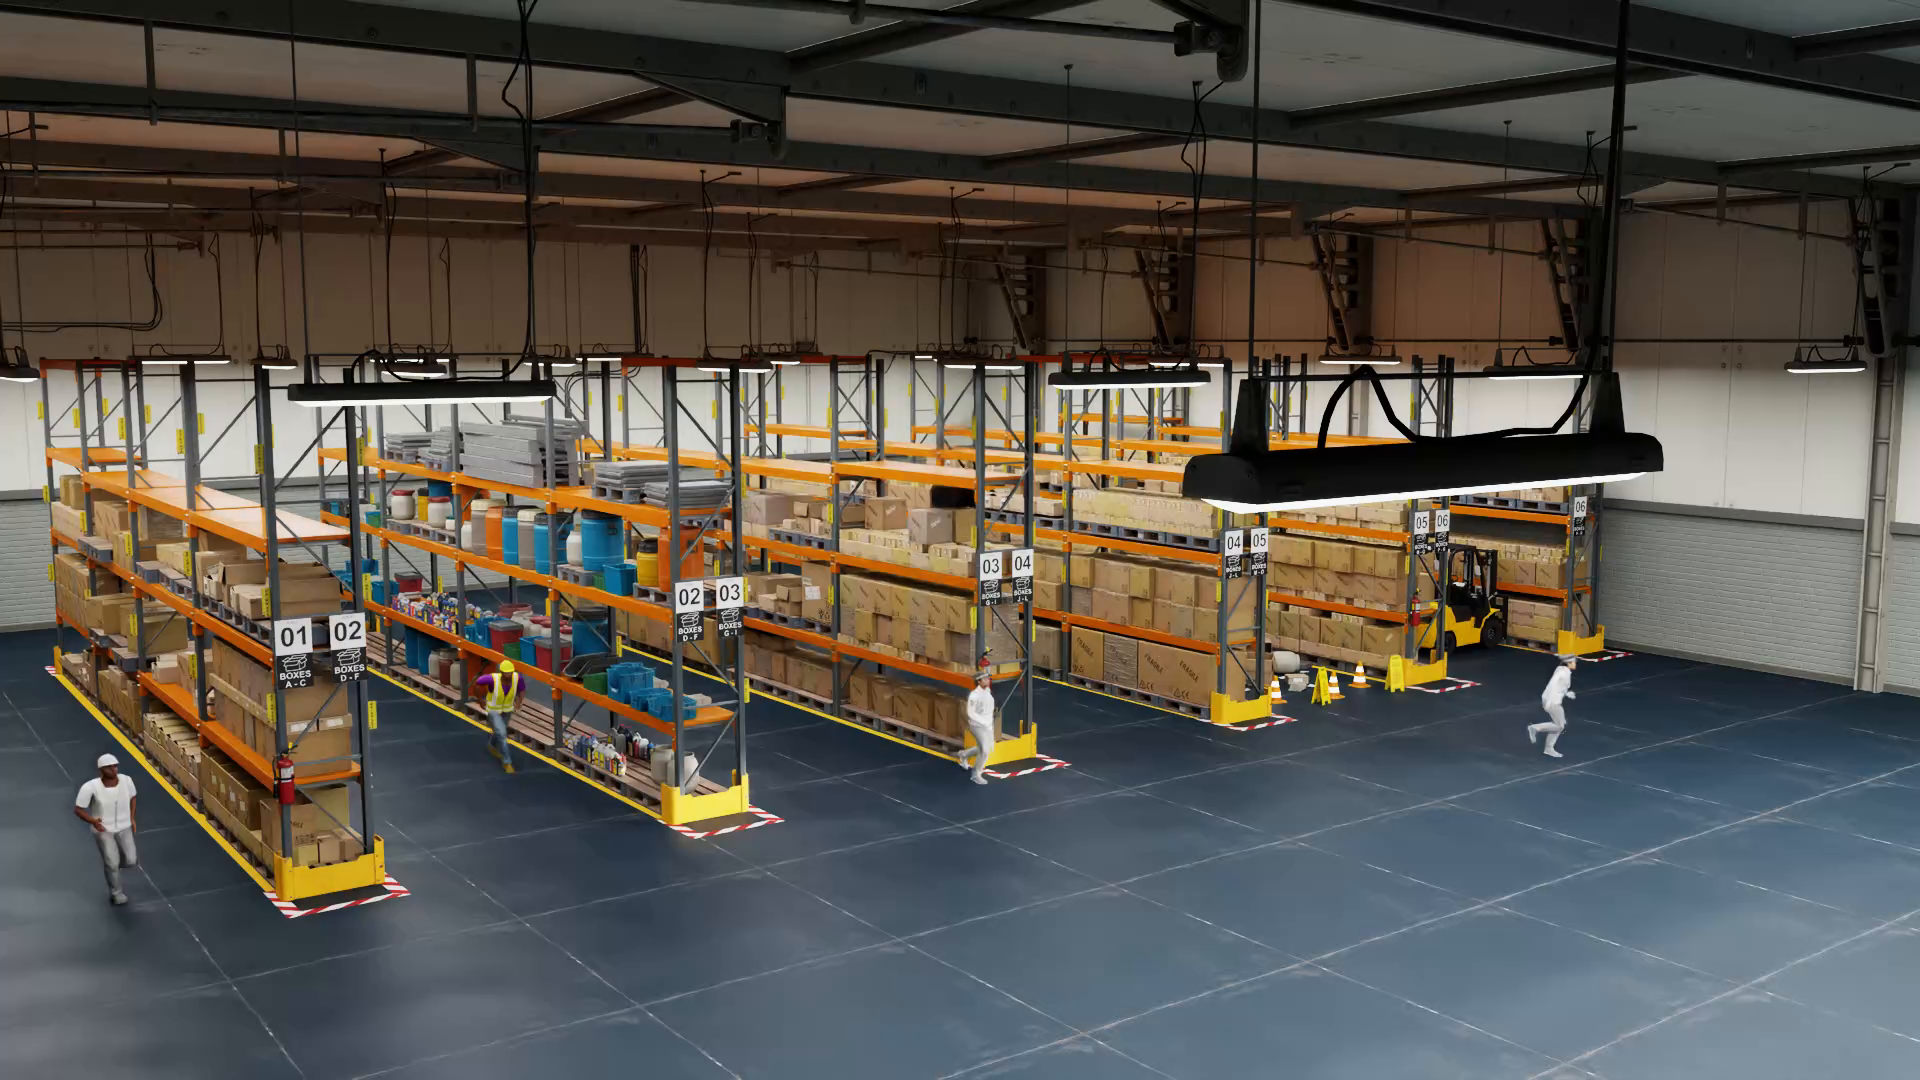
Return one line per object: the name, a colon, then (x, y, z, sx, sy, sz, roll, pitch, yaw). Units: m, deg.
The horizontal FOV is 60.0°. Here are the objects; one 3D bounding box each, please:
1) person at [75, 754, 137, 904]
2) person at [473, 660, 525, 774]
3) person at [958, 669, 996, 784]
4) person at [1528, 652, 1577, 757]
person: (-9.555, 3.245, 18.724, 0.553, 1.709, 0.687, 6, 9, 41)
person: (-6.830, 2.572, 24.631, 0.746, 1.715, 1.060, -5, 8, -33)
person: (0.258, 2.658, 23.905, 0.626, 1.677, 0.640, 4, 8, 30)
person: (9.051, 2.507, 25.422, 0.694, 1.621, 0.609, 1, 7, 8)
